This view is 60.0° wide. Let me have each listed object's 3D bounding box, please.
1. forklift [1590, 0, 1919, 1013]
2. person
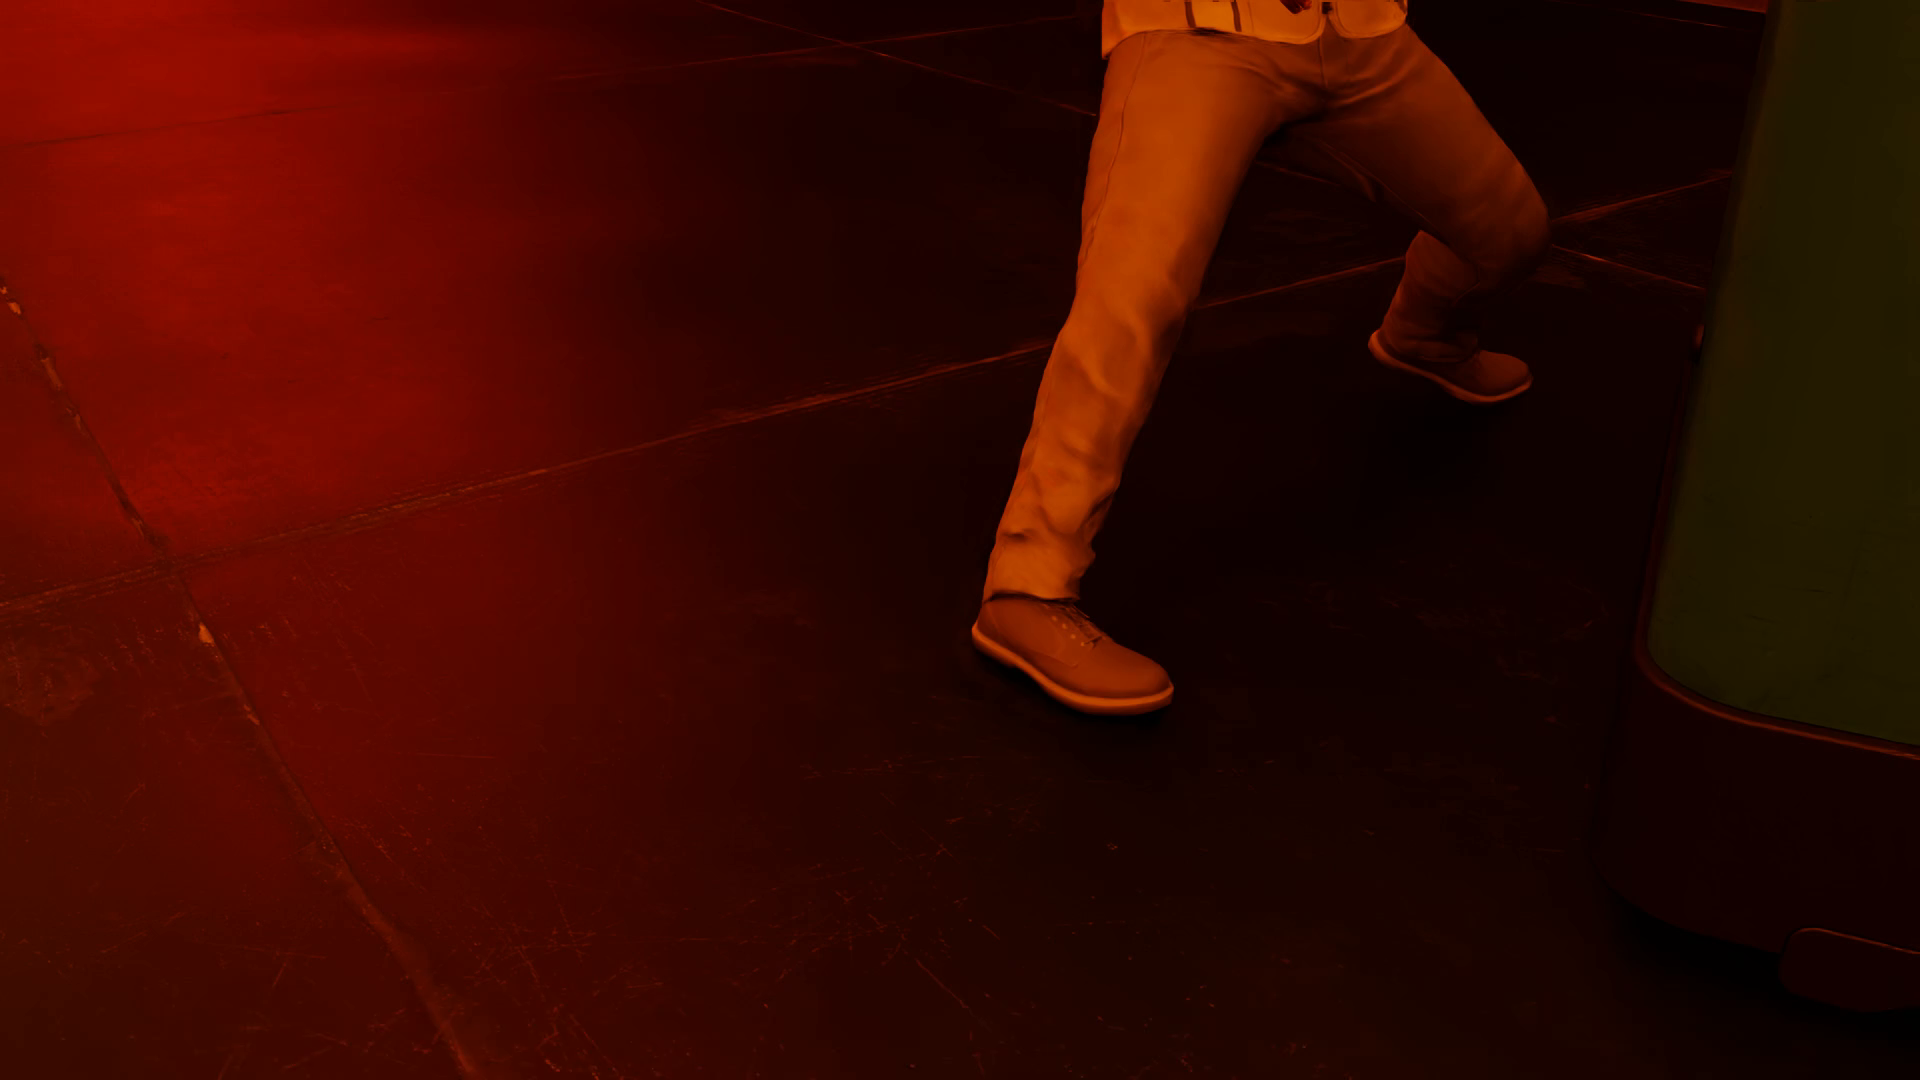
[{"bbox_3d":[2.203,-0.822,0.871,3.031,2.935,1.130,12,29,22],"label":"forklift"},{"bbox_3d":[0.536,-0.684,2.228,1.282,1.462,0.798,-12,29,-22],"label":"person"}]
